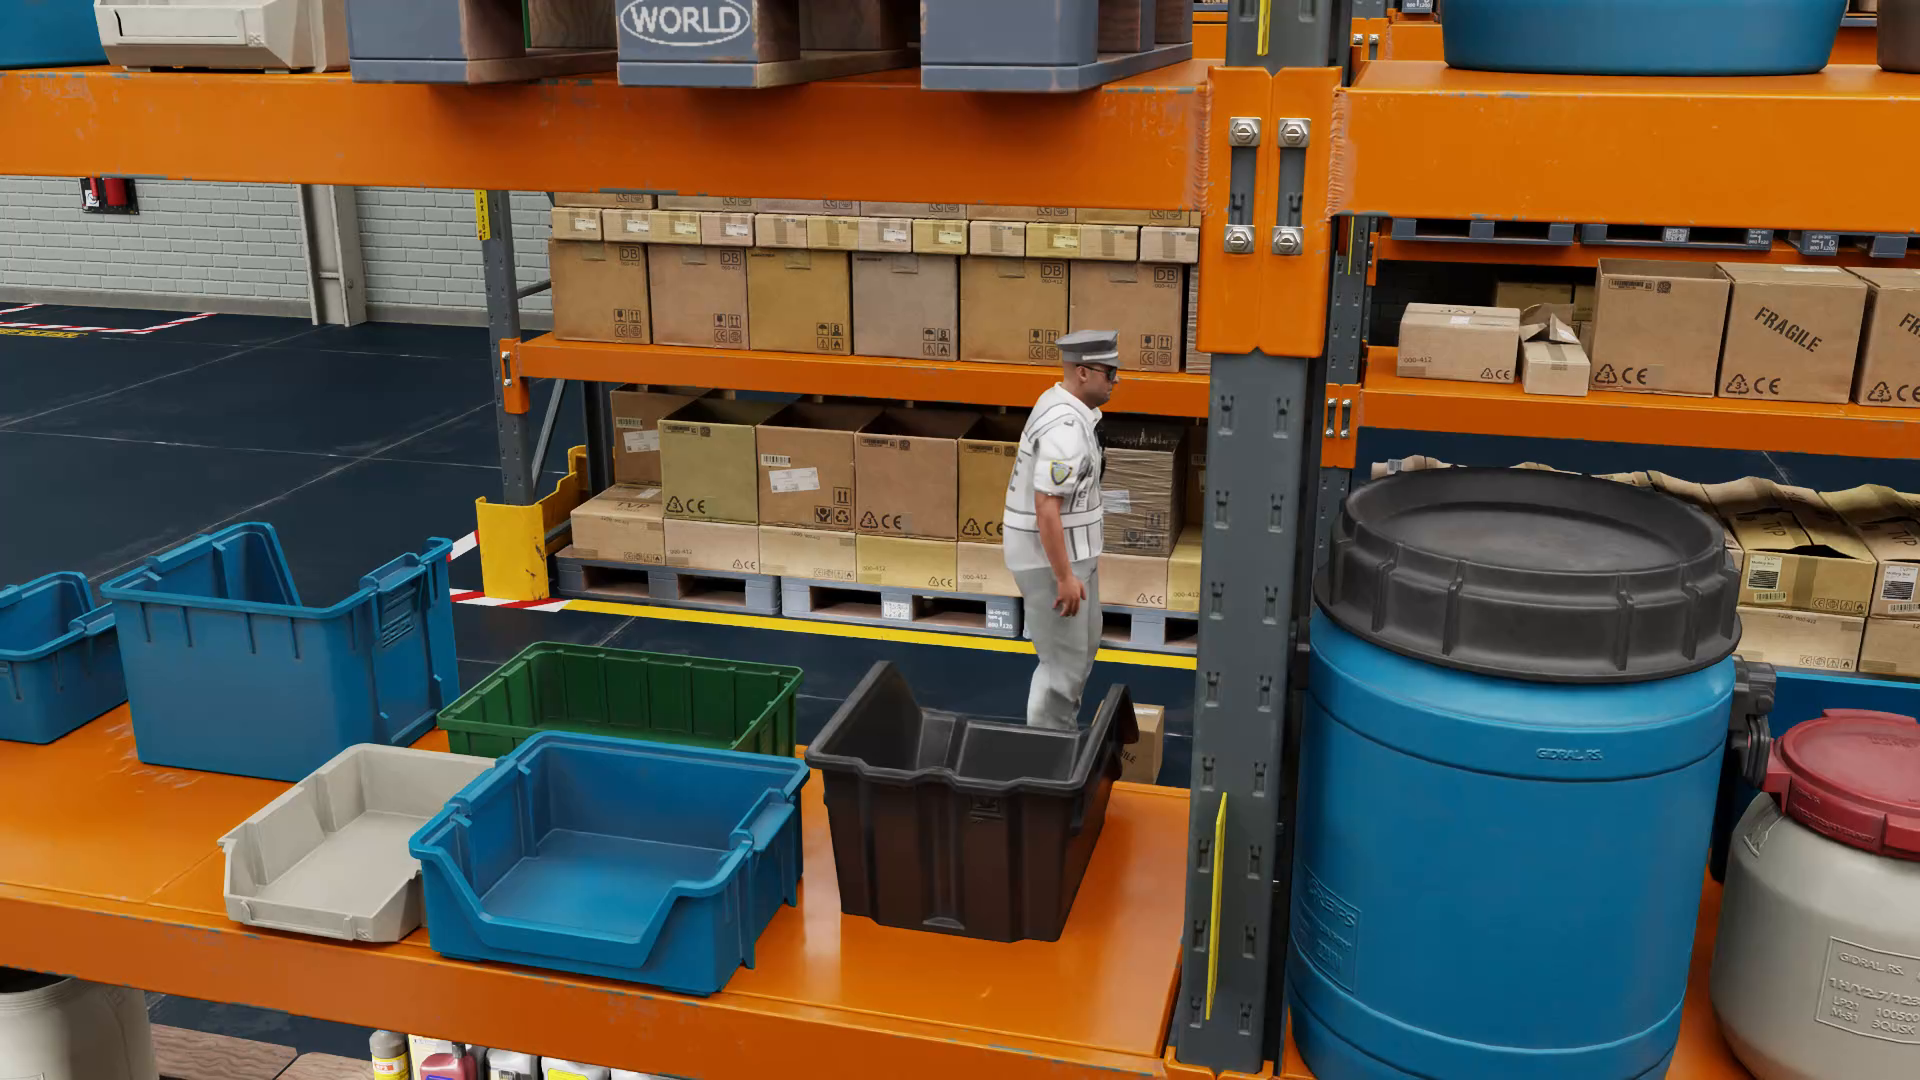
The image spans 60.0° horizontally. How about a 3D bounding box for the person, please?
[{"bbox_3d":[0.391,0.066,6.338,0.443,1.750,0.606,3,18,10],"label":"person"}]
